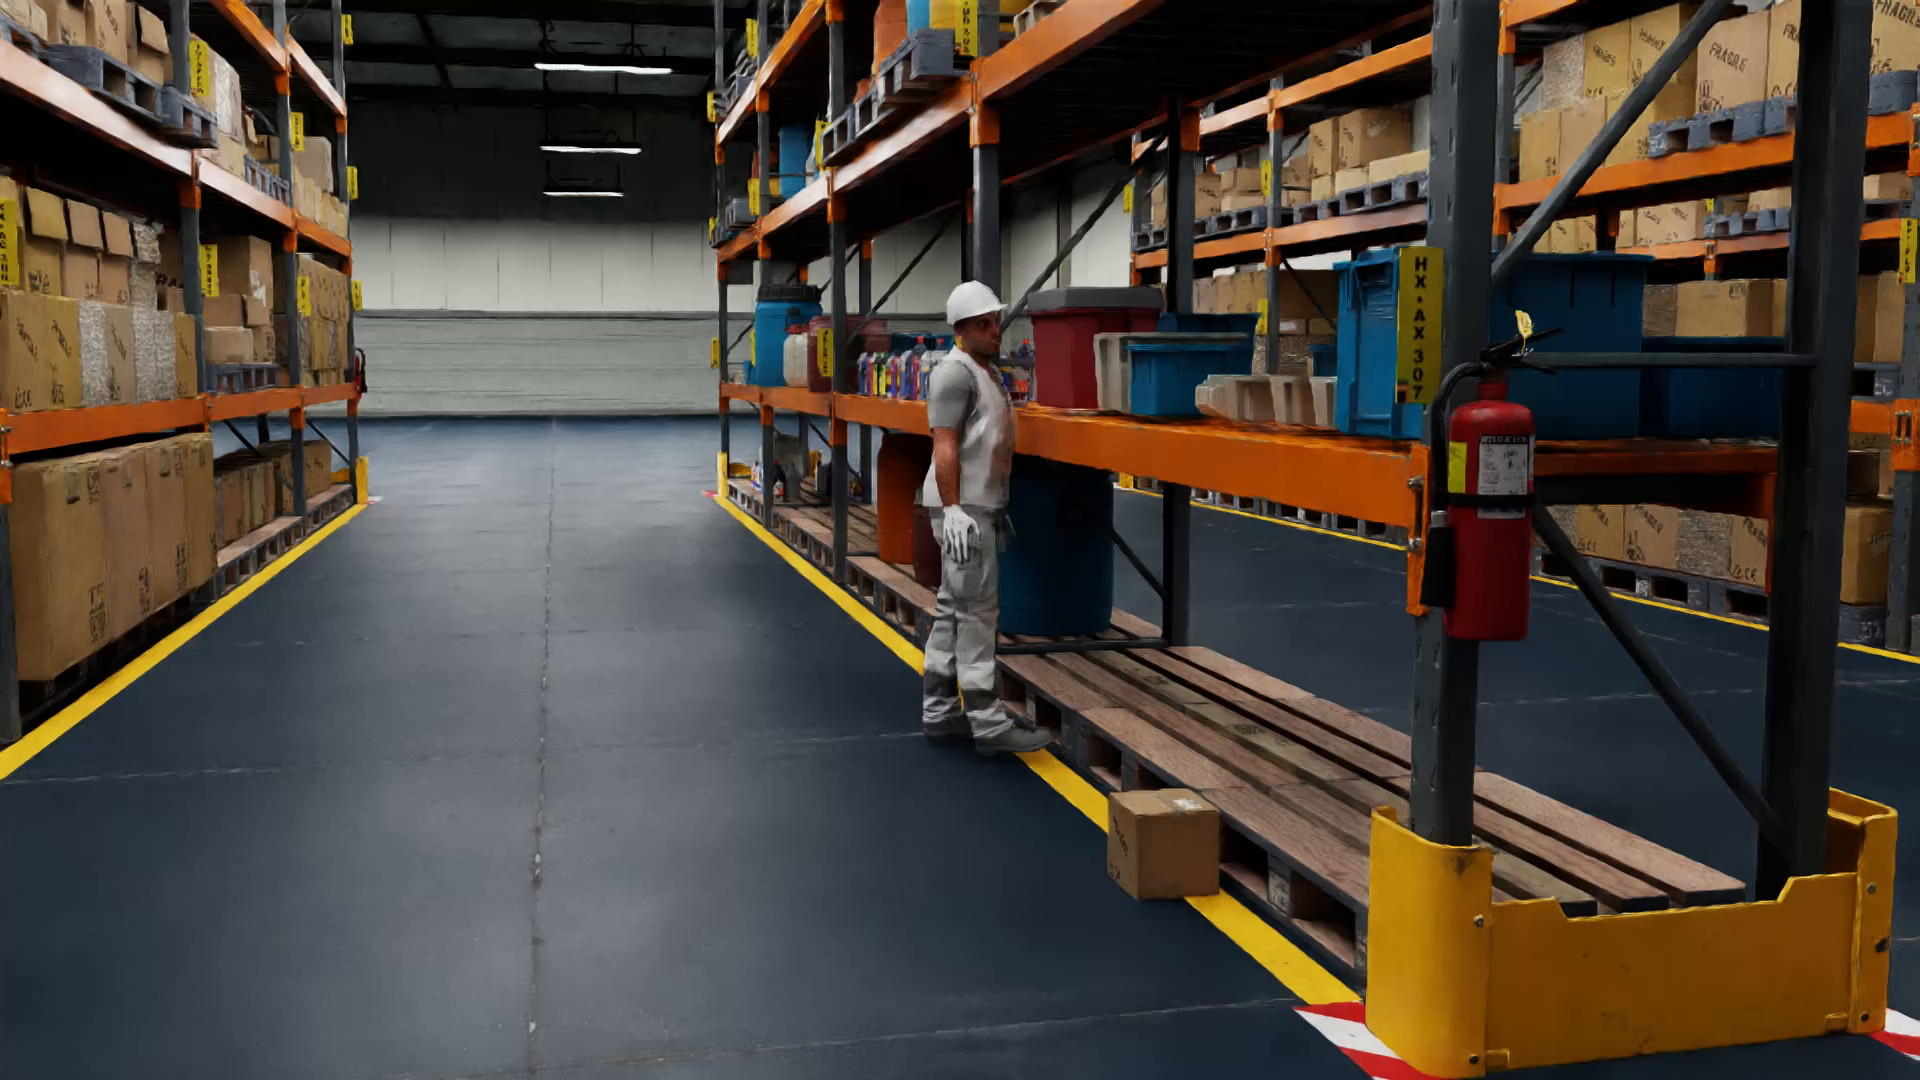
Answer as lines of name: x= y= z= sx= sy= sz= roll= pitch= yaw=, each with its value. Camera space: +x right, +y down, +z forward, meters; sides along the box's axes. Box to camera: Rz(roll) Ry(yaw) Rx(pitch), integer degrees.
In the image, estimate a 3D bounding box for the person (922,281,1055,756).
person: x=0.099 y=-0.087 z=6.354 sx=0.570 sy=1.786 sz=0.663 roll=1 pitch=6 yaw=13
